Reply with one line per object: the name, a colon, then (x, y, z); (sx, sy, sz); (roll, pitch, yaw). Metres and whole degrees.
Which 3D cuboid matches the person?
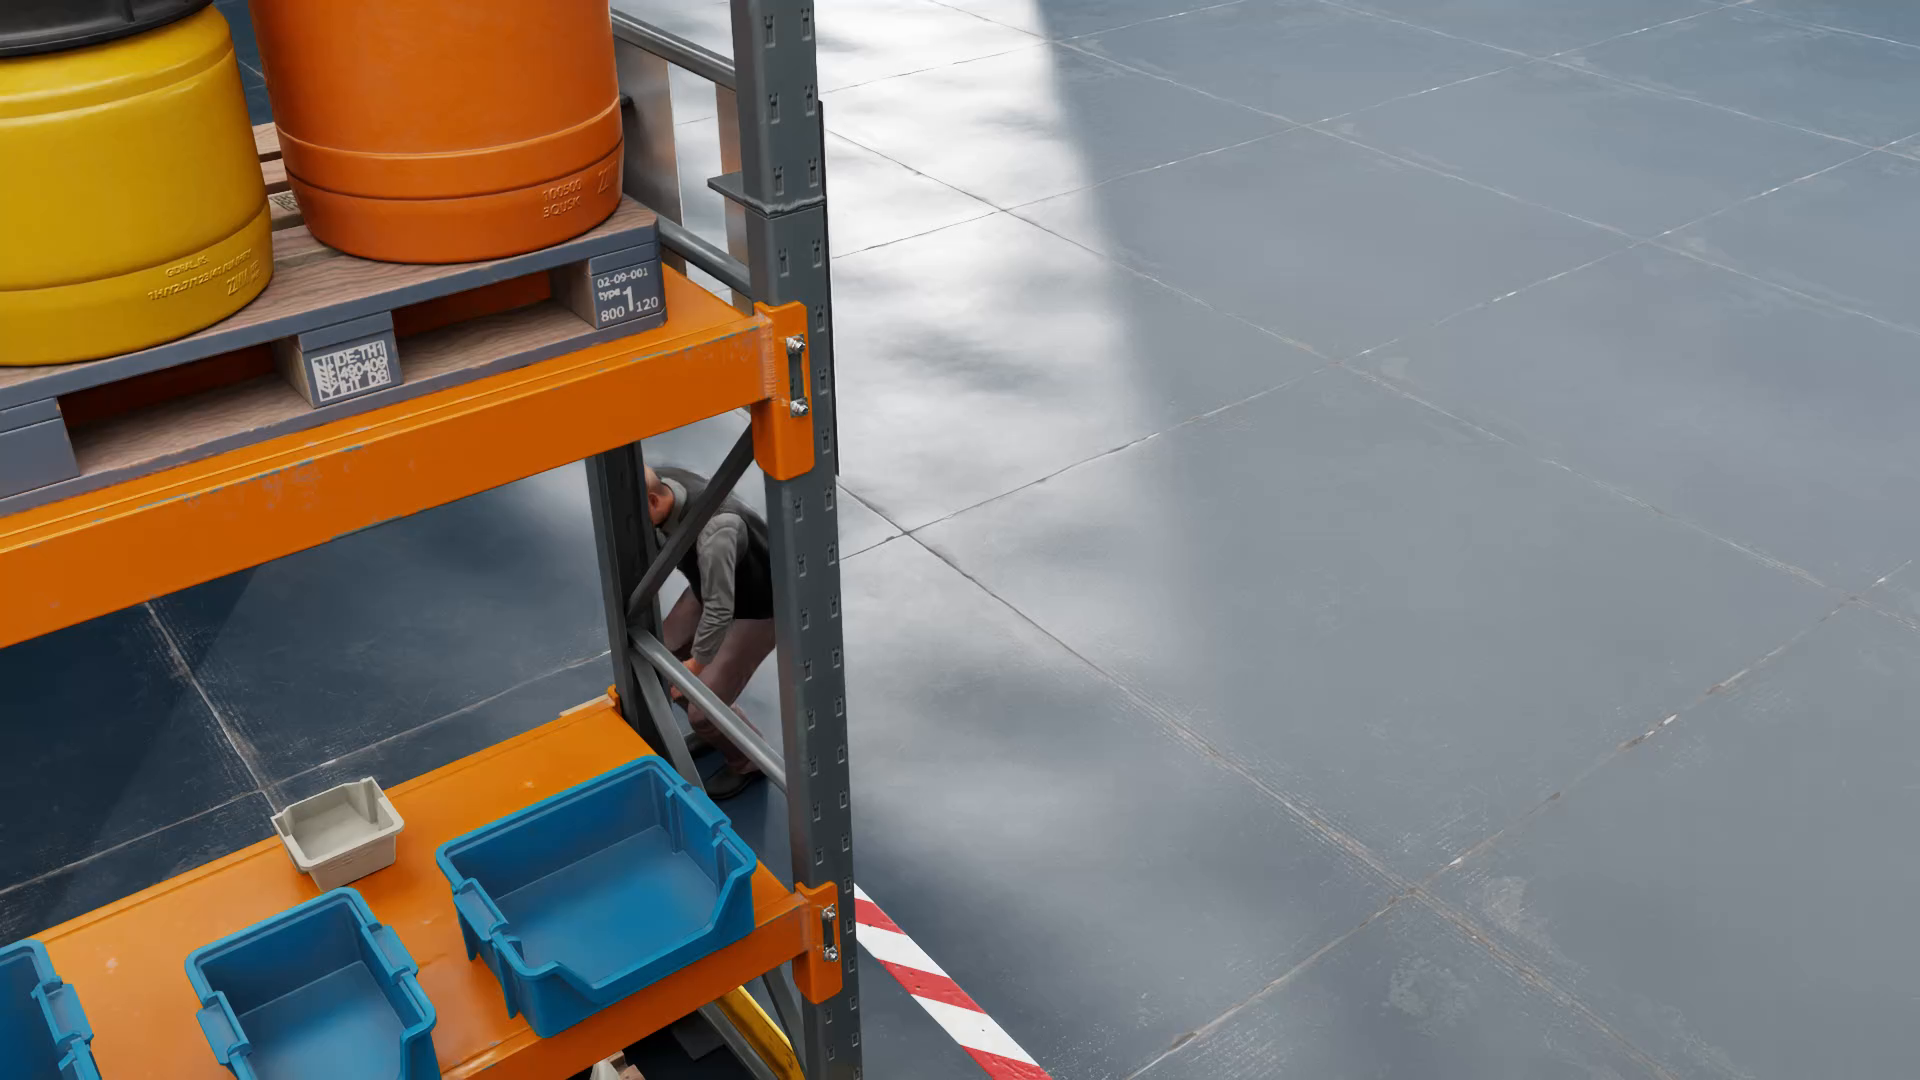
person: (-0.903, 0.277, 5.994); (0.689, 1.434, 0.591); (-22, 38, -31)
